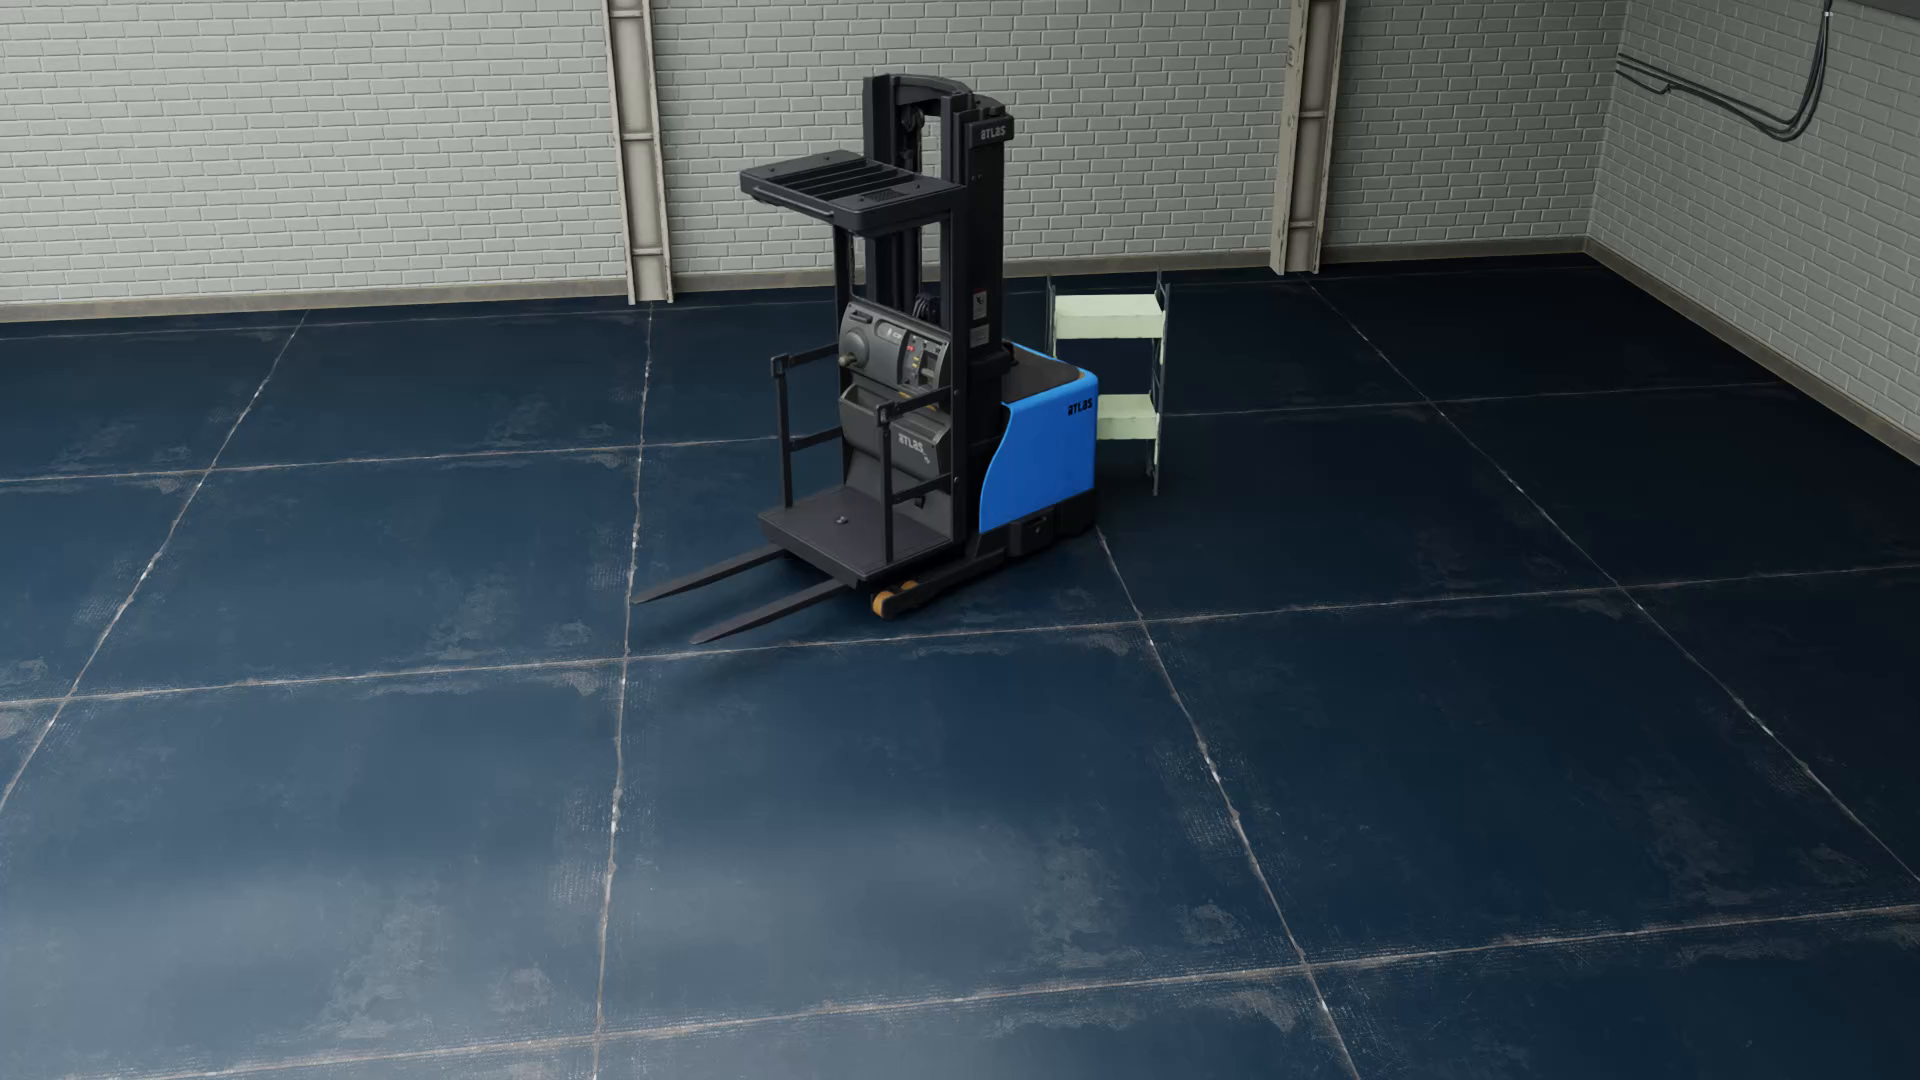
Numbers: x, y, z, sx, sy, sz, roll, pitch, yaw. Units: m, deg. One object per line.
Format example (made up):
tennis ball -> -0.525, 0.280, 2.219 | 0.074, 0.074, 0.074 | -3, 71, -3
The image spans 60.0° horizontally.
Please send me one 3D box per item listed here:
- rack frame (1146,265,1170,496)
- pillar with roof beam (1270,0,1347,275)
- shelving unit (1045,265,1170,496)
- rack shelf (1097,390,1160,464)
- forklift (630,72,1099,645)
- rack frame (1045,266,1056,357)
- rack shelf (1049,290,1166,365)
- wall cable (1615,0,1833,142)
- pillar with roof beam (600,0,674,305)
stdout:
rack frame -> 1.327, -1.060, 11.172 | 0.023, 1.500, 0.400 | -1, 27, -2
pillar with roof beam -> 3.761, -4.624, 9.904 | 0.400, 9.000, 9.100 | -4, 27, -7
shelving unit -> 0.961, -1.054, 11.161 | 0.755, 1.500, 0.431 | -1, 27, -2
rack shelf -> 0.961, -0.764, 11.309 | 0.720, 0.370, 0.431 | -1, 27, -2
forklift -> -0.550, -1.104, 9.692 | 3.031, 2.935, 1.130 | -22, 34, -36
rack frame -> 0.595, -1.048, 11.149 | 0.023, 1.500, 0.400 | -1, 27, -2
rack shelf -> 0.961, -1.402, 10.983 | 0.720, 0.370, 0.431 | -1, 27, -2
wall cable -> 6.263, -4.778, 13.606 | 0.112, 2.526, 3.097 | -4, 27, -7
pillar with roof beam -> -2.181, -4.242, 9.160 | 0.400, 9.000, 9.100 | -4, 27, -7
